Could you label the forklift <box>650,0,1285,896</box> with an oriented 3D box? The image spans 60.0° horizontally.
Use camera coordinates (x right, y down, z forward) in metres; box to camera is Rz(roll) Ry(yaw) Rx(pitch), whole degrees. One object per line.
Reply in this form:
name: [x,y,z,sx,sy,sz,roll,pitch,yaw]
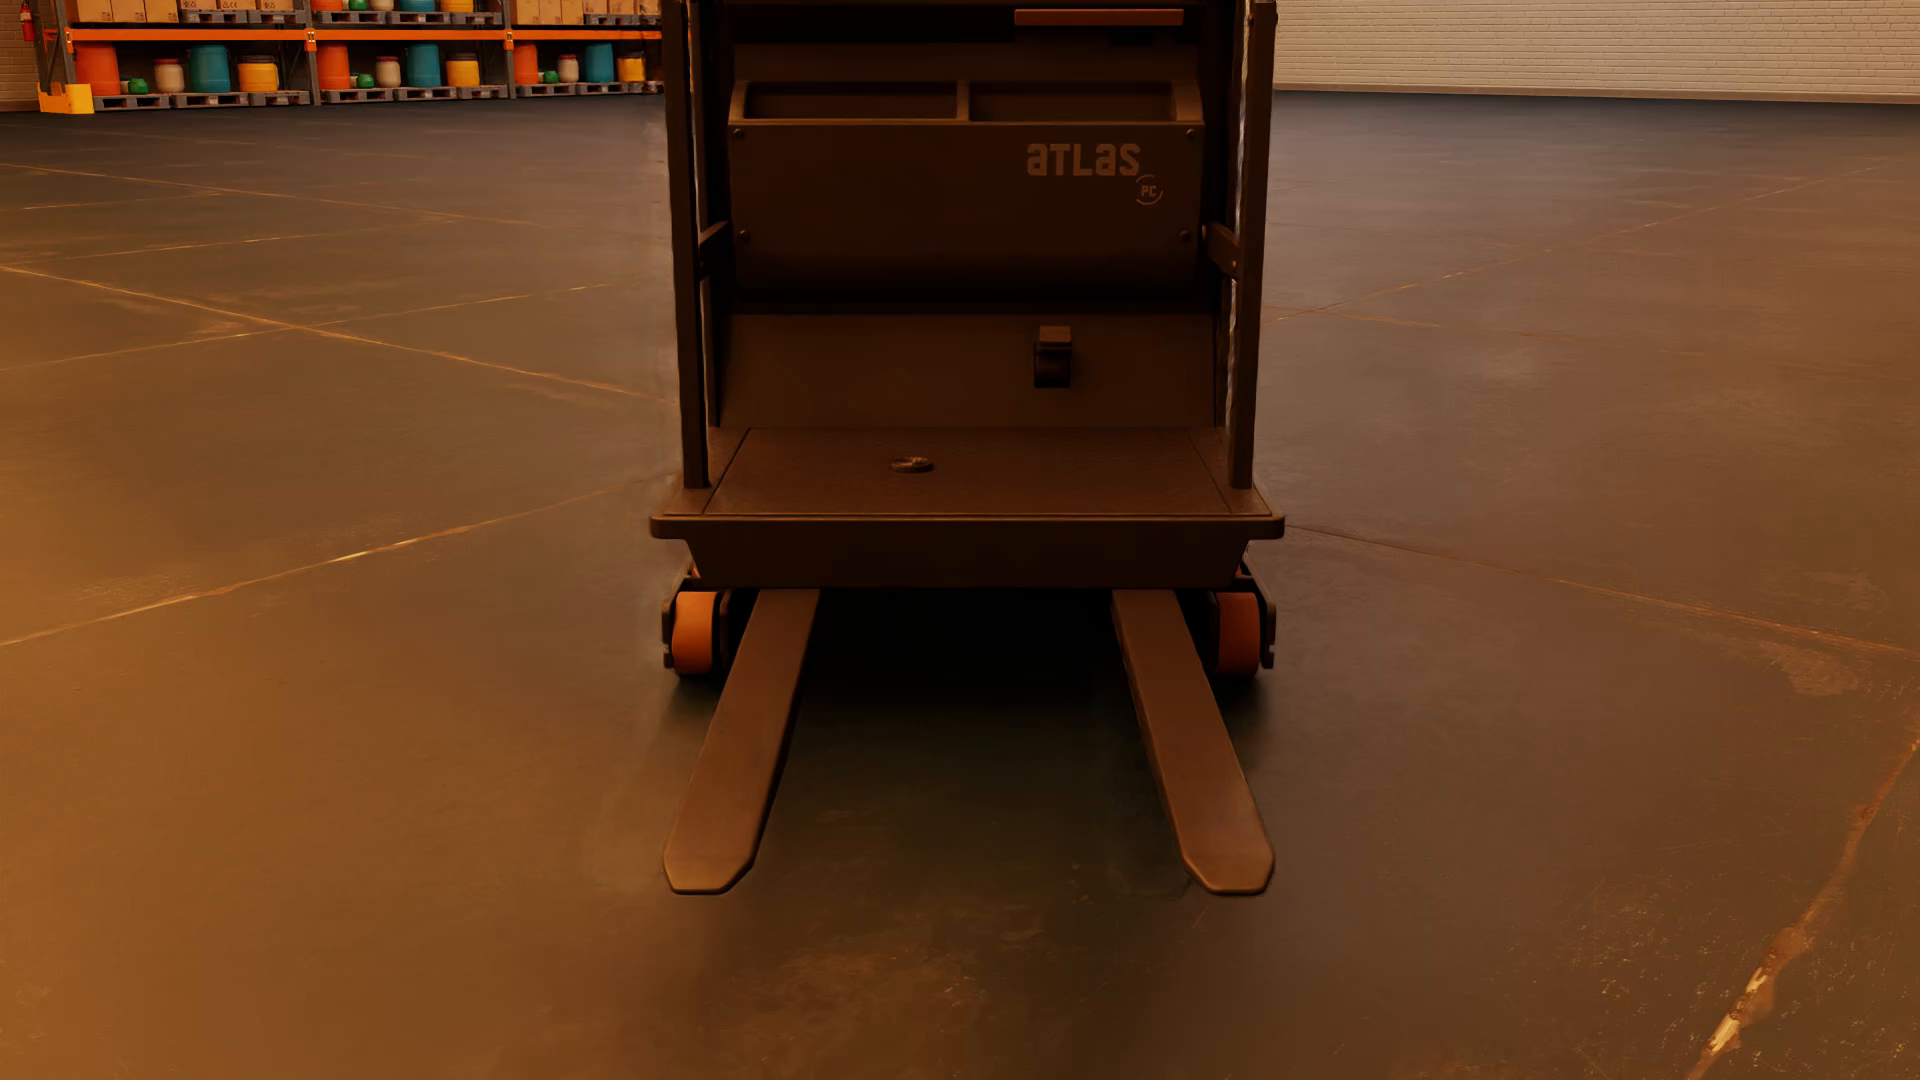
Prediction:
forklift: [0.014,-1.234,2.961,1.130,2.935,3.031,0,17,0]
